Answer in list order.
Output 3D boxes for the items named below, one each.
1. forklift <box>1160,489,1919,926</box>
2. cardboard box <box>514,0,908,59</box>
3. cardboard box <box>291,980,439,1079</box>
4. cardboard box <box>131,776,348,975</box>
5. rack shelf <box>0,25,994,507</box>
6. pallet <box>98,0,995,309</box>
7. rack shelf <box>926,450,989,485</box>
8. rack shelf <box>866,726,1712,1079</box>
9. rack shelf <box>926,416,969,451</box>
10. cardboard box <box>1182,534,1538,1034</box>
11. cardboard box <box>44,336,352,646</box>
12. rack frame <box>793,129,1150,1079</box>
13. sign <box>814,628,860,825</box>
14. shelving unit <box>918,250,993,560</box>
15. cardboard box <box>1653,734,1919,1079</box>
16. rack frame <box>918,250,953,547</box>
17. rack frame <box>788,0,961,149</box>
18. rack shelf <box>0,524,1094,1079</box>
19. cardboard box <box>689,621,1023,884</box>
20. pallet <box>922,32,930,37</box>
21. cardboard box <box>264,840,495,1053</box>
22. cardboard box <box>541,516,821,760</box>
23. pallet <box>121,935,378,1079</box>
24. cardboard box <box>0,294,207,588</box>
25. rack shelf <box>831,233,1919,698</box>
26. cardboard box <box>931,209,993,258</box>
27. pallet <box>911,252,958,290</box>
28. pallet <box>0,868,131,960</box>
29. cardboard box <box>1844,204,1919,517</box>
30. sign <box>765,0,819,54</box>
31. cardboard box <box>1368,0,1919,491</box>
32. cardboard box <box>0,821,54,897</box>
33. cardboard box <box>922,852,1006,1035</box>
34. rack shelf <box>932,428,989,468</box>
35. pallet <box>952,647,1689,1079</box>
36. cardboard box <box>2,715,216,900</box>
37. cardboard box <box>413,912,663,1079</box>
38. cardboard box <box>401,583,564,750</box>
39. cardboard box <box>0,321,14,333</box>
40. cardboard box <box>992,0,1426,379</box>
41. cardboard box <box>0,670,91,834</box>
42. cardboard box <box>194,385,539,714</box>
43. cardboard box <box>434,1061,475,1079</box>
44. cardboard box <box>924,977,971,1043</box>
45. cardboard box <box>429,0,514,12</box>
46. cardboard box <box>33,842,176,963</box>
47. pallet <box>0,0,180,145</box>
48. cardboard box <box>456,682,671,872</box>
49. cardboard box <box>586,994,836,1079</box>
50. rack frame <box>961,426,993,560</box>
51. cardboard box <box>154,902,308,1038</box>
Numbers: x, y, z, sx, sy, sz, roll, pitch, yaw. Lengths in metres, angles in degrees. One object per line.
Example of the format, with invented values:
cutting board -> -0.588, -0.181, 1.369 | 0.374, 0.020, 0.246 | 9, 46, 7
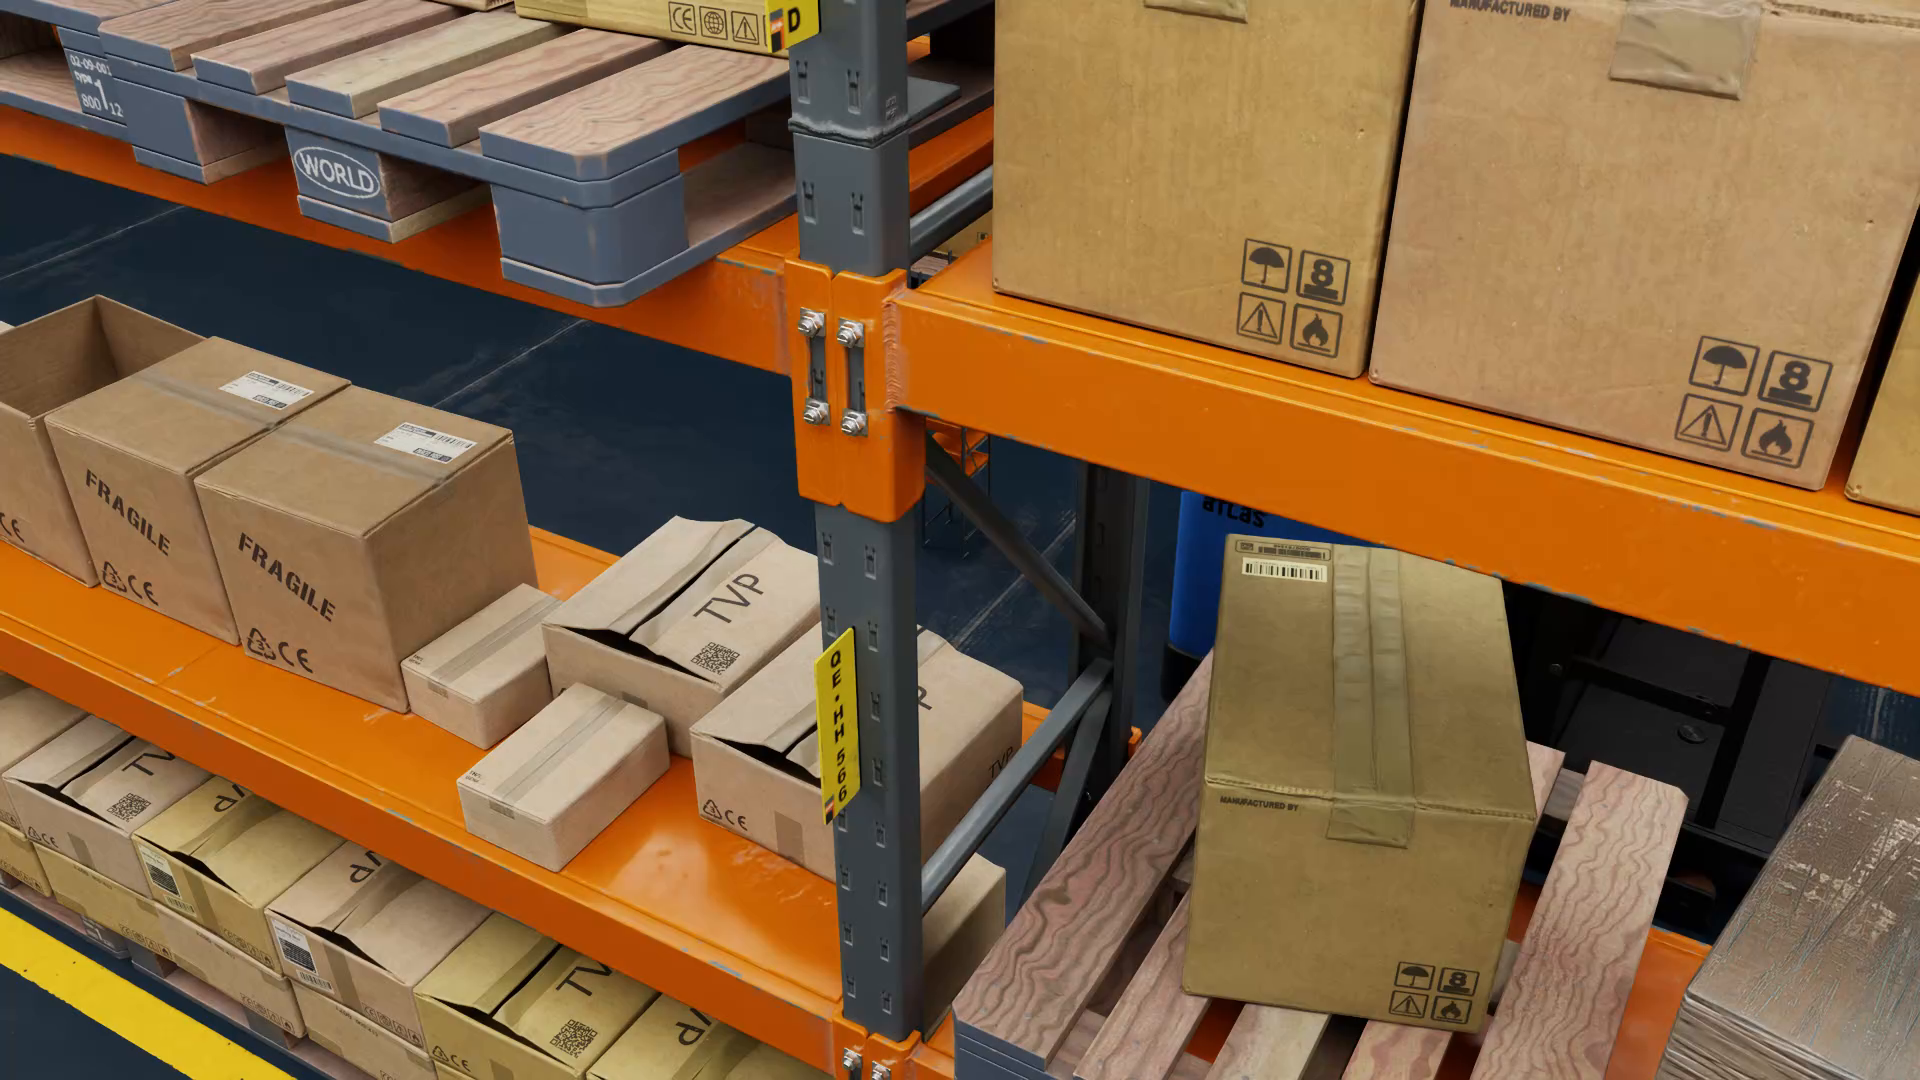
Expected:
forklift -> 2.218, -0.401, 4.708 | 3.031, 2.935, 1.130 | 20, 38, 27
cardboard box -> -0.337, -0.954, 2.526 | 0.500, 0.250, 0.500 | 15, 36, 21
cardboard box -> -1.377, 1.167, 4.393 | 0.500, 0.250, 0.500 | 18, 38, 25
cardboard box -> -1.817, 0.796, 4.444 | 0.500, 0.311, 0.500 | 19, 38, 26
rack shelf -> -1.652, -0.995, 3.480 | 4.000, 0.370, 1.077 | 18, 37, 24
pallet -> -0.549, -0.809, 2.723 | 1.003, 0.211, 1.213 | 19, 38, 27
rack shelf -> -0.013, -0.267, 6.581 | 0.180, 0.103, 0.258 | 18, 37, 24
rack shelf -> 1.821, 1.354, 2.659 | 4.000, 0.370, 1.077 | 18, 37, 24
rack shelf -> -0.013, -0.466, 6.448 | 0.180, 0.103, 0.258 | 18, 37, 24
cardboard box -> 0.687, 0.407, 2.963 | 0.500, 0.500, 0.700 | 6, 34, 9
cardboard box -> -1.837, -0.135, 4.157 | 0.500, 0.500, 0.500 | 18, 38, 24
rack frame -> 0.085, 0.505, 3.286 | 0.127, 3.000, 1.000 | 18, 37, 24
sign -> -0.188, 0.291, 2.563 | 0.005, 0.325, 0.100 | 18, 37, 24
shelving unit -> -0.013, -0.503, 6.423 | 0.189, 1.200, 0.258 | 18, 37, 24
cardboard box -> 1.387, 0.751, 2.448 | 0.500, 0.500, 0.700 | 25, 41, 33
rack frame -> -0.092, -0.529, 6.461 | 0.006, 1.200, 0.240 | 18, 37, 24
rack frame -> 0.085, -1.992, 1.623 | 0.127, 3.000, 1.000 | 18, 37, 24
rack shelf -> -1.652, 0.254, 4.311 | 4.000, 0.370, 1.077 | 18, 37, 24
cardboard box -> -0.209, 0.421, 3.492 | 0.500, 0.311, 0.500 | 20, 39, 27
pallet -> -0.342, -2.620, 8.152 | 1.213, 0.211, 1.003 | 18, 37, 24
cardboard box -> -1.383, 0.935, 4.235 | 0.500, 0.311, 0.500 | 17, 37, 24
cardboard box -> -0.596, 0.203, 3.820 | 0.500, 0.311, 0.500 | 17, 37, 24
pallet -> -1.666, 1.084, 4.932 | 1.213, 0.211, 1.003 | 18, 37, 24
cardboard box -> -2.272, -0.273, 4.364 | 0.500, 0.500, 0.500 | 20, 39, 28
rack shelf -> 1.821, 0.106, 1.828 | 4.000, 0.370, 1.077 | 18, 37, 24
cardboard box -> 0.187, -1.811, 8.621 | 0.500, 0.500, 0.700 | 17, 37, 23
pallet -> -0.257, -1.606, 8.972 | 1.213, 0.211, 1.003 | 18, 37, 24
pallet -> -2.729, 0.749, 5.435 | 1.213, 0.211, 1.003 | 18, 37, 24
cardboard box -> 1.375, -0.399, 1.846 | 0.500, 0.500, 0.910 | 18, 37, 24
sign -> -0.198, -0.727, 1.892 | 0.005, 0.325, 0.100 | 18, 37, 24
cardboard box -> 0.923, -0.542, 2.060 | 0.500, 0.500, 0.910 | 18, 37, 24
cardboard box -> -2.718, 0.746, 5.026 | 0.500, 0.250, 0.500 | 19, 38, 26
cardboard box -> -0.224, 0.955, 4.205 | 0.500, 0.311, 0.500 | 19, 38, 26
rack shelf -> -0.013, -0.367, 6.515 | 0.180, 0.103, 0.258 | 18, 37, 24
pallet -> 0.708, 0.737, 3.110 | 1.003, 0.211, 1.213 | 18, 37, 24
cardboard box -> -2.271, 0.656, 4.654 | 0.500, 0.311, 0.500 | 16, 37, 23
cardboard box -> -0.947, 1.076, 4.025 | 0.500, 0.311, 0.500 | 17, 37, 24
cardboard box -> -1.050, 0.286, 3.842 | 0.250, 0.149, 0.380 | 21, 39, 28
cardboard box -> -2.939, -0.419, 4.808 | 0.500, 0.250, 0.500 | 20, 39, 27
cardboard box -> 0.480, -0.682, 2.271 | 0.500, 0.500, 0.910 | 18, 37, 24
cardboard box -> -2.721, 0.515, 4.867 | 0.500, 0.311, 0.500 | 17, 37, 24
cardboard box -> -1.380, 0.009, 3.939 | 0.500, 0.500, 0.500 | 16, 37, 22
cardboard box -> -0.942, 1.307, 4.183 | 0.500, 0.250, 0.500 | 17, 37, 24
cardboard box -> -0.224, 1.189, 4.360 | 0.500, 0.250, 0.500 | 17, 37, 24
cardboard box -> -0.801, -1.089, 2.730 | 0.500, 0.250, 0.500 | 19, 38, 26
cardboard box -> -2.267, 0.887, 4.814 | 0.500, 0.250, 0.500 | 16, 37, 23
pallet -> -1.521, -1.115, 3.182 | 1.213, 0.211, 1.003 | 19, 38, 27
cardboard box -> -0.833, 0.495, 3.527 | 0.250, 0.149, 0.380 | 18, 37, 24
cardboard box -> -0.492, 1.215, 3.815 | 0.500, 0.311, 0.500 | 19, 38, 26
rack frame -> 0.067, -0.478, 6.386 | 0.006, 1.200, 0.240 | 18, 37, 24
cardboard box -> -1.825, 1.027, 4.603 | 0.500, 0.250, 0.500 | 18, 38, 25
